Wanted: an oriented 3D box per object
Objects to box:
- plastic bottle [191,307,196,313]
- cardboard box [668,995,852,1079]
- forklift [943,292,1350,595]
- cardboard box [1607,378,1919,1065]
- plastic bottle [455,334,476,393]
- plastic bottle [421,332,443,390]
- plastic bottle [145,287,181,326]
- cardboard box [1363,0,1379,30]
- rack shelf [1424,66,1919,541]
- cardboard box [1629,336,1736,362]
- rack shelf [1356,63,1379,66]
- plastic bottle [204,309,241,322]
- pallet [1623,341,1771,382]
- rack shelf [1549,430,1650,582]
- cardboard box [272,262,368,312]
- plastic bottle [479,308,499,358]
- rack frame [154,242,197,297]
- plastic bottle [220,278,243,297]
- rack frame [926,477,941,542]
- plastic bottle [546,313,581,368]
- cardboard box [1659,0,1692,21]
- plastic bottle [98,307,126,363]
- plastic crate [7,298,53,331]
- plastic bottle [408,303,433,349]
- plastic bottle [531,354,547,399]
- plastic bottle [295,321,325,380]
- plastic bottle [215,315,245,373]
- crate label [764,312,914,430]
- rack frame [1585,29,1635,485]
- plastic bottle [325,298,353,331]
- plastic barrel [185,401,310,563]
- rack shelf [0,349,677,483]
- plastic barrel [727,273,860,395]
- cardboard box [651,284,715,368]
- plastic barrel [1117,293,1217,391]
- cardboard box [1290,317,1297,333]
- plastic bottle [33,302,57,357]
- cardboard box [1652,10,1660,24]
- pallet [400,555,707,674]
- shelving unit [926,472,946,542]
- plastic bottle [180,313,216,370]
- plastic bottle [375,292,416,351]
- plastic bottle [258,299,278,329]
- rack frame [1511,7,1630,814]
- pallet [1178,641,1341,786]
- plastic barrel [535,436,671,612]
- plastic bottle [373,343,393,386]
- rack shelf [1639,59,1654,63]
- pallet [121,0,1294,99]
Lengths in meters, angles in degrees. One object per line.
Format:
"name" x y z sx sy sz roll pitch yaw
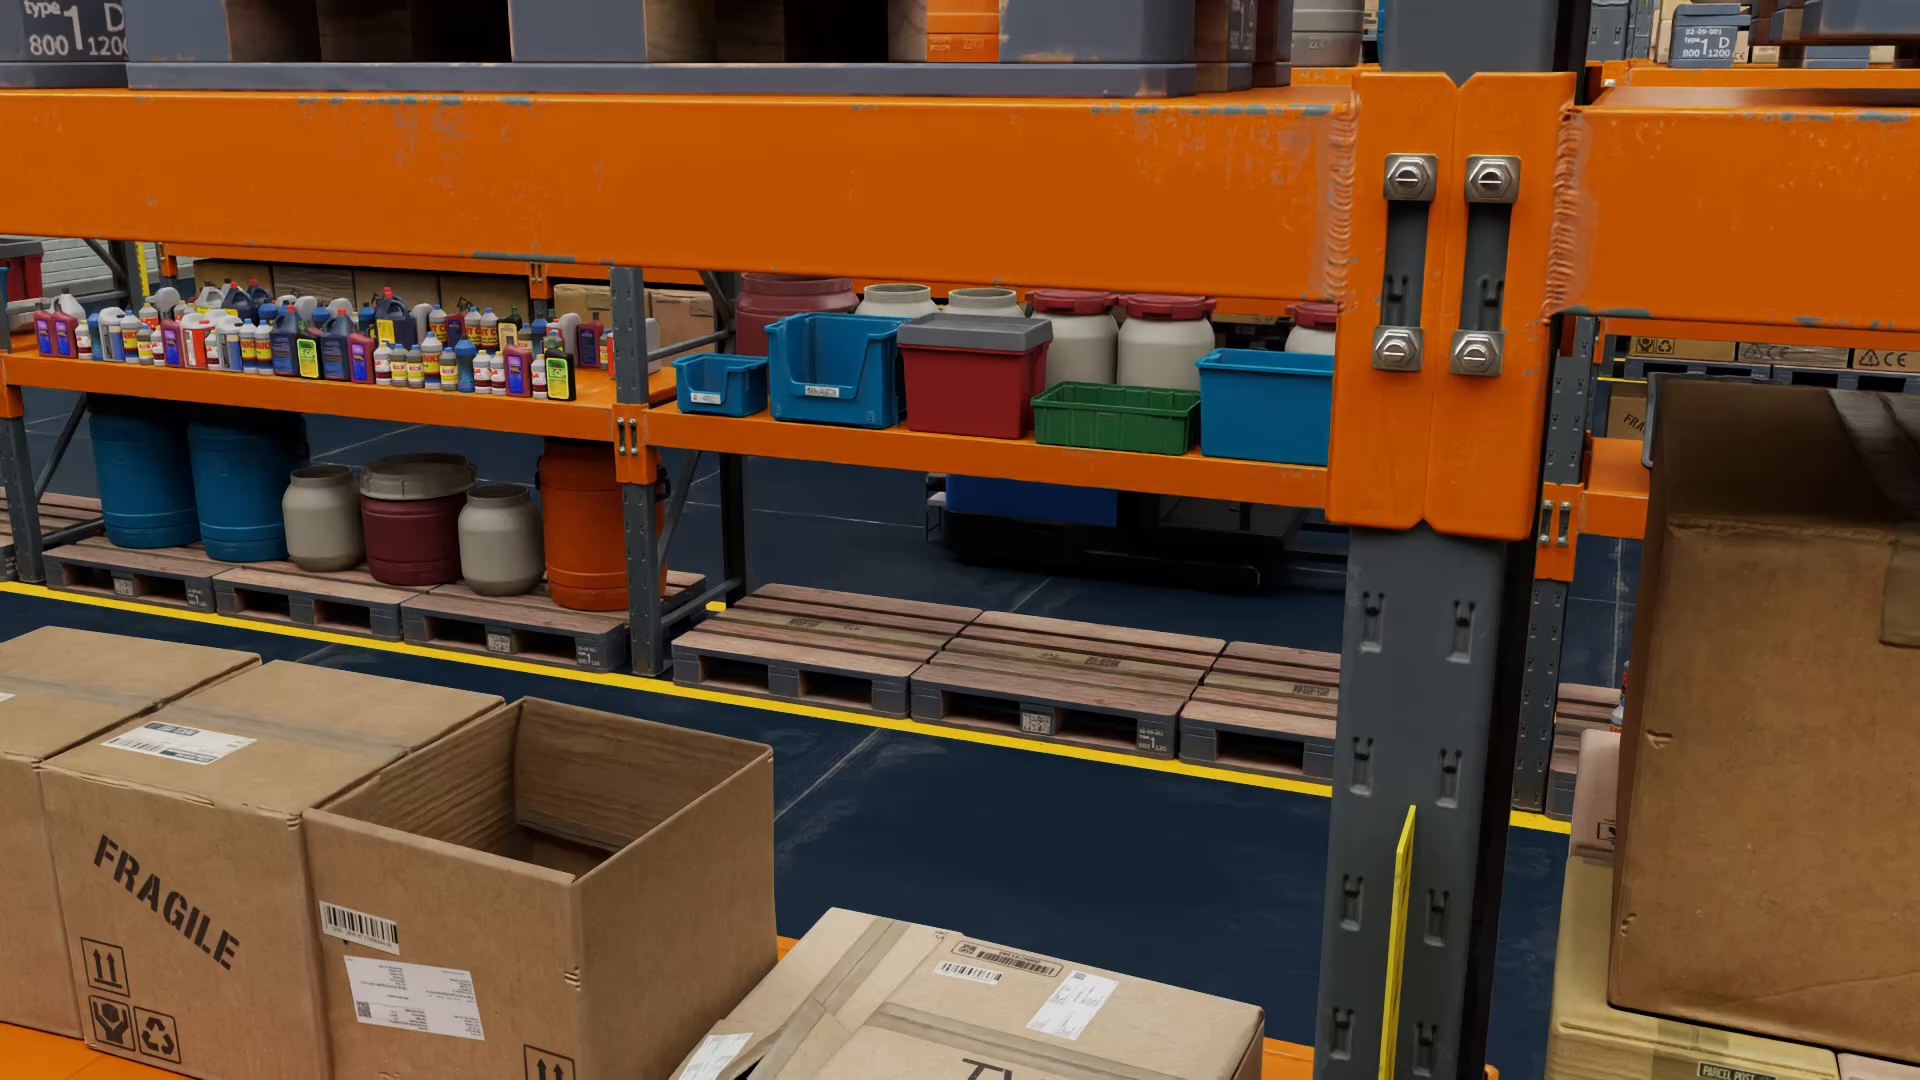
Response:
"plastic bottle" -4.250 -1.201 9.287 0.097 0.201 0.097 0 16 0
"cardboard box" -0.311 0.800 2.278 0.258 0.266 0.396 6 17 19
"forklift" 1.475 -1.272 9.298 3.031 2.935 1.130 6 17 19
"cardboard box" 0.990 0.151 1.768 0.500 0.500 0.700 6 17 21
"plastic bottle" -2.355 -0.845 7.933 0.097 0.271 0.097 0 16 0
"plastic bottle" -2.536 -0.864 8.002 0.097 0.271 0.097 0 16 0
"plastic bottle" -4.561 -1.309 9.524 0.135 0.276 0.152 6 17 21
"cardboard box" 2.935 -3.653 11.057 0.637 0.503 0.797 7 18 23
"rack shelf" 2.435 -0.113 1.091 4.000 0.370 1.077 6 17 21
"cardboard box" 6.686 -2.166 15.311 0.875 0.875 0.875 7 17 21
"rack shelf" 2.352 -3.091 11.349 4.000 0.370 1.077 6 17 21
"plastic bottle" -3.838 -1.064 8.680 0.135 0.276 0.152 6 17 21
"pallet" 6.806 -1.630 15.409 1.213 0.211 1.003 6 17 21
"rack shelf" 4.256 0.044 5.933 4.000 0.370 1.077 6 17 21
"cardboard box" -5.479 -2.062 14.954 0.875 0.875 0.875 6 17 21
"plastic bottle" -2.476 -1.085 8.763 0.097 0.271 0.097 0 16 0
"rack frame" -6.950 -3.018 15.191 0.127 3.000 1.000 6 17 21
"plastic bottle" -4.071 -1.292 9.332 0.185 0.351 0.144 6 17 21
"rack frame" -0.162 -0.449 10.107 0.006 0.900 0.240 6 17 19
"plastic bottle" -2.040 -1.031 8.569 0.135 0.276 0.152 6 17 21
"cardboard box" 4.402 -3.238 10.120 0.250 0.149 0.380 6 17 19
"plastic bottle" -4.415 -1.082 8.741 0.135 0.276 0.152 6 17 21
"plastic crate" -5.427 -1.312 9.677 0.243 0.136 0.396 6 17 21
"plastic bottle" -2.899 -1.126 8.894 0.135 0.276 0.152 6 17 21
"plastic bottle" -1.959 -0.767 7.793 0.097 0.201 0.097 0 16 0
"plastic bottle" -3.218 -0.940 8.240 0.133 0.283 0.061 6 17 21
"plastic bottle" -3.679 -1.001 8.462 0.135 0.276 0.152 6 17 21
"crate label" -0.500 -0.761 7.350 0.616 0.435 0.502 6 17 21
"rack frame" 4.213 -1.791 10.962 0.127 3.000 1.000 6 17 21
"plastic bottle" -3.411 -1.182 9.088 0.135 0.276 0.152 6 17 21
"plastic barrel" -3.888 -0.386 9.134 0.708 0.901 0.600 6 17 21
"rack shelf" -3.186 -0.775 8.752 4.000 0.370 1.077 6 17 21
"plastic barrel" -0.783 -1.012 8.035 0.708 0.536 0.600 6 17 21
"cardboard box" -1.795 -1.639 13.497 0.875 0.875 1.225 6 17 19
"plastic barrel" 0.904 -0.801 7.310 0.433 0.535 0.433 0 16 0
"cardboard box" 3.754 -2.423 16.422 0.750 0.750 1.050 7 17 21
"plastic bottle" -4.862 -1.121 8.862 0.133 0.283 0.061 6 17 21
"cardboard box" 8.022 -5.947 18.919 0.250 0.149 0.380 6 17 20
"pallet" -2.074 0.354 8.576 1.213 0.211 1.003 6 17 21
"shelving unit" -0.066 -0.439 10.073 0.210 0.900 0.258 6 17 19
"plastic bottle" -3.894 -1.024 8.544 0.135 0.276 0.152 6 17 21
"plastic bottle" -2.977 -1.126 8.760 0.185 0.351 0.144 6 17 21
"plastic bottle" -3.781 -1.183 9.100 0.097 0.271 0.097 0 16 0
"rack frame" 2.396 -0.506 6.538 0.127 3.000 1.000 6 17 21
"pallet" 1.651 0.763 7.168 1.213 0.211 1.003 6 17 21
"plastic barrel" -1.787 -0.121 8.348 0.708 0.830 0.600 6 17 21
"plastic bottle" -2.807 -0.861 8.115 0.097 0.201 0.097 0 16 0
"rack shelf" 7.987 -3.957 14.335 4.000 0.370 1.077 6 17 21
"pallet" -0.251 -0.658 2.021 1.217 0.209 0.805 6 17 18
